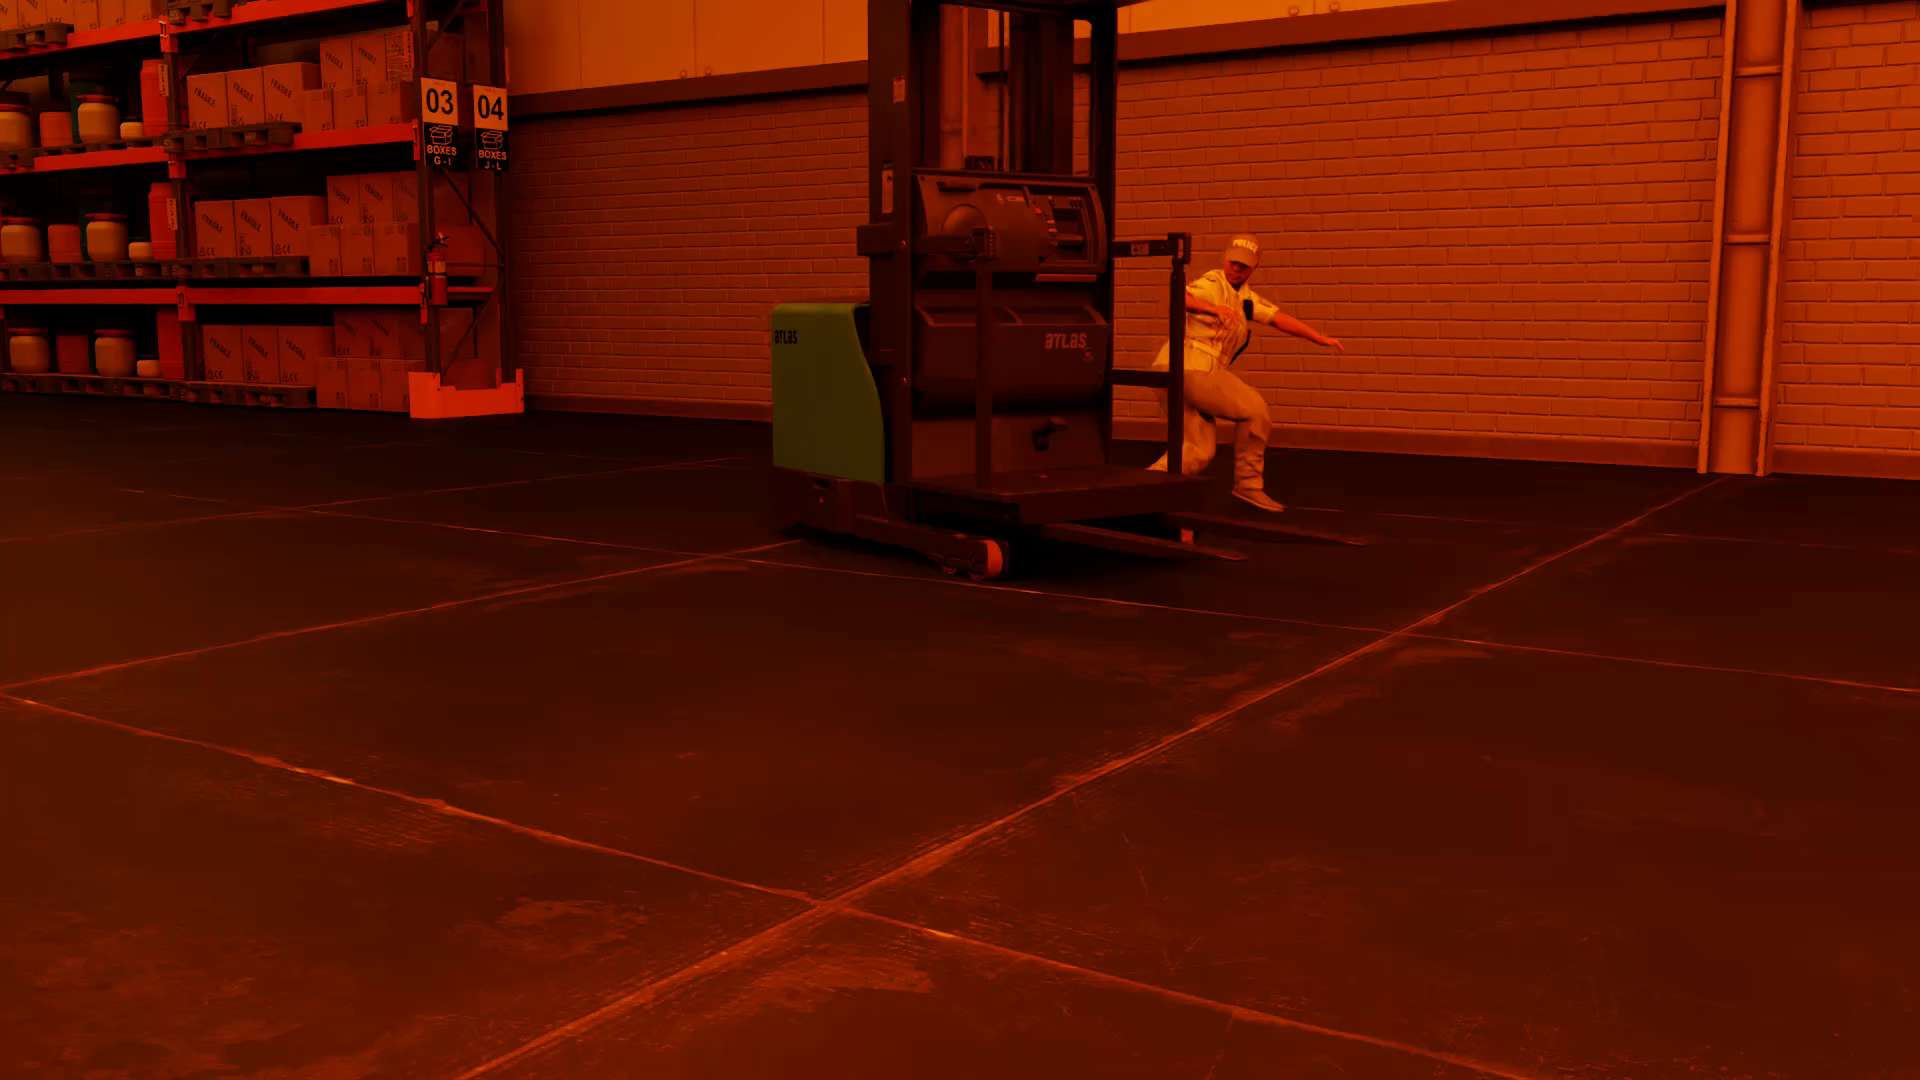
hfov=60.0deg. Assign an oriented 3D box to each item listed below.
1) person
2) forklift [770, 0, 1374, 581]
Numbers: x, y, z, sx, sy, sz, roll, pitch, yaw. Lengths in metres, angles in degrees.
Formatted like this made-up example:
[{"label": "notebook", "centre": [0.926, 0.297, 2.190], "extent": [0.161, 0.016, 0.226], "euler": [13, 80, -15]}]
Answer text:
[{"label": "person", "centre": [1.427, -0.833, 8.463], "extent": [1.062, 1.437, 0.836], "euler": [1, 8, 6]}, {"label": "forklift", "centre": [0.348, -1.367, 6.803], "extent": [1.130, 2.935, 3.031], "euler": [-6, 10, -34]}]
